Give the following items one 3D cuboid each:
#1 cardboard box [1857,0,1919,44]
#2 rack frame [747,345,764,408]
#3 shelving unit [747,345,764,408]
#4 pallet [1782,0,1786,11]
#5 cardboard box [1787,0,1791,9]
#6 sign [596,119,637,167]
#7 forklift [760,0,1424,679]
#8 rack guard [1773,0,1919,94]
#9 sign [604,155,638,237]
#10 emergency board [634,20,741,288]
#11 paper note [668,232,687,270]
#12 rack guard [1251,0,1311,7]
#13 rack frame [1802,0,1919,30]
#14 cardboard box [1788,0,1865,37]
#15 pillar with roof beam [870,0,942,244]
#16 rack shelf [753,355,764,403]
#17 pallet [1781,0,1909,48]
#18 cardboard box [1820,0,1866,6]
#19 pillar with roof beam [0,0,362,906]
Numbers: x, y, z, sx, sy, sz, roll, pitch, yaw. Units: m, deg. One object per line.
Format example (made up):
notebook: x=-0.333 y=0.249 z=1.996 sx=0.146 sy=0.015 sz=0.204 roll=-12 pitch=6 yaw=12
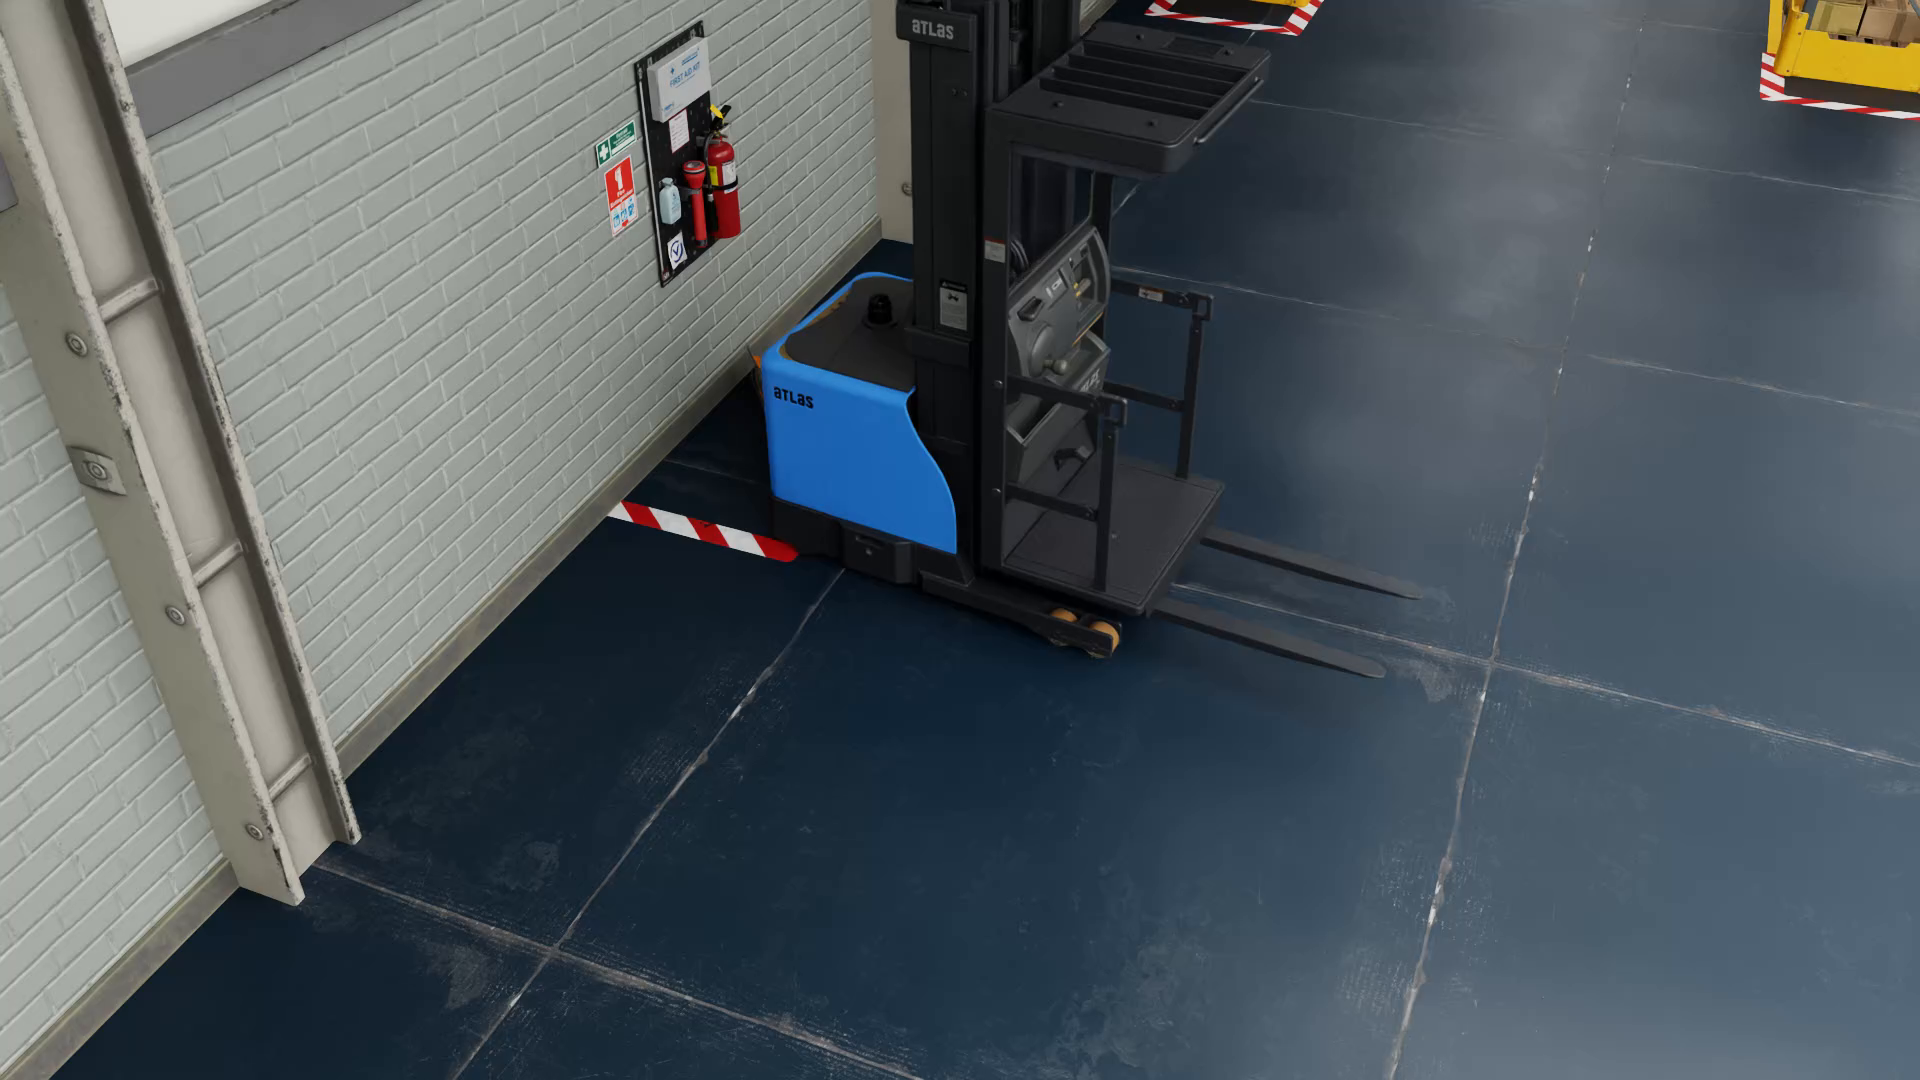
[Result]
cardboard box: x=7.481 y=-4.188 z=13.294 sx=0.500 sy=0.250 sz=0.500 roll=14 pitch=39 yaw=18
rack frame: x=-1.035 y=-0.727 z=9.025 sx=0.008 sy=0.200 sz=1.050 roll=-10 pitch=37 yaw=-15
shelving unit: x=-0.919 y=-0.749 z=9.057 sx=0.252 sy=0.215 sz=1.050 roll=-10 pitch=37 yaw=-15
pallet: x=7.789 y=-4.864 z=14.581 sx=1.003 sy=0.211 sz=1.213 roll=14 pitch=39 yaw=18
cardboard box: x=7.181 y=-4.586 z=13.826 sx=0.500 sy=0.250 sz=0.500 roll=14 pitch=39 yaw=18
sign: x=-1.599 y=-1.849 z=7.746 sx=0.001 sy=0.109 sz=0.331 roll=14 pitch=39 yaw=18
forklift: x=0.616 y=-1.004 z=7.145 sx=3.031 sy=2.935 sz=1.130 roll=17 pitch=40 yaw=22
rack guard: x=7.062 y=-3.860 z=12.997 sx=1.175 sy=0.500 sz=0.348 roll=14 pitch=39 yaw=18
sign: x=-1.609 y=-1.636 z=7.904 sx=0.001 sy=0.329 sz=0.234 roll=14 pitch=39 yaw=18
emergency board: x=-1.303 y=-1.904 z=8.293 sx=0.194 sy=1.169 sz=0.643 roll=14 pitch=39 yaw=18
paper note: x=-1.435 y=-1.469 z=8.446 sx=0.016 sy=0.148 sz=0.142 roll=14 pitch=39 yaw=18
rack guard: x=2.518 y=-5.042 z=14.578 sx=1.175 sy=0.500 sz=0.348 roll=14 pitch=39 yaw=18
rack frame: x=7.071 y=-4.875 z=12.267 sx=1.000 sy=3.000 sz=0.127 roll=14 pitch=39 yaw=18
cardboard box: x=7.002 y=-4.306 z=13.451 sx=0.500 sy=0.250 sz=0.500 roll=14 pitch=39 yaw=18
pillar with roof beam: x=3.653 y=-4.686 z=7.003 sx=9.100 sy=9.000 sz=0.400 roll=14 pitch=39 yaw=18
rack shelf: x=-1.005 y=-0.900 z=9.267 sx=0.240 sy=0.215 sz=0.259 roll=-10 pitch=37 yaw=-15
pallet: x=7.324 y=-4.191 z=13.681 sx=1.003 sy=0.211 sz=1.213 roll=14 pitch=39 yaw=18
cardboard box: x=7.000 y=-4.607 z=13.228 sx=0.500 sy=0.500 sz=0.500 roll=14 pitch=39 yaw=18
pillar with roof beam: x=1.370 y=-1.364 z=2.559 sx=9.100 sy=9.000 sz=0.400 roll=14 pitch=39 yaw=18
